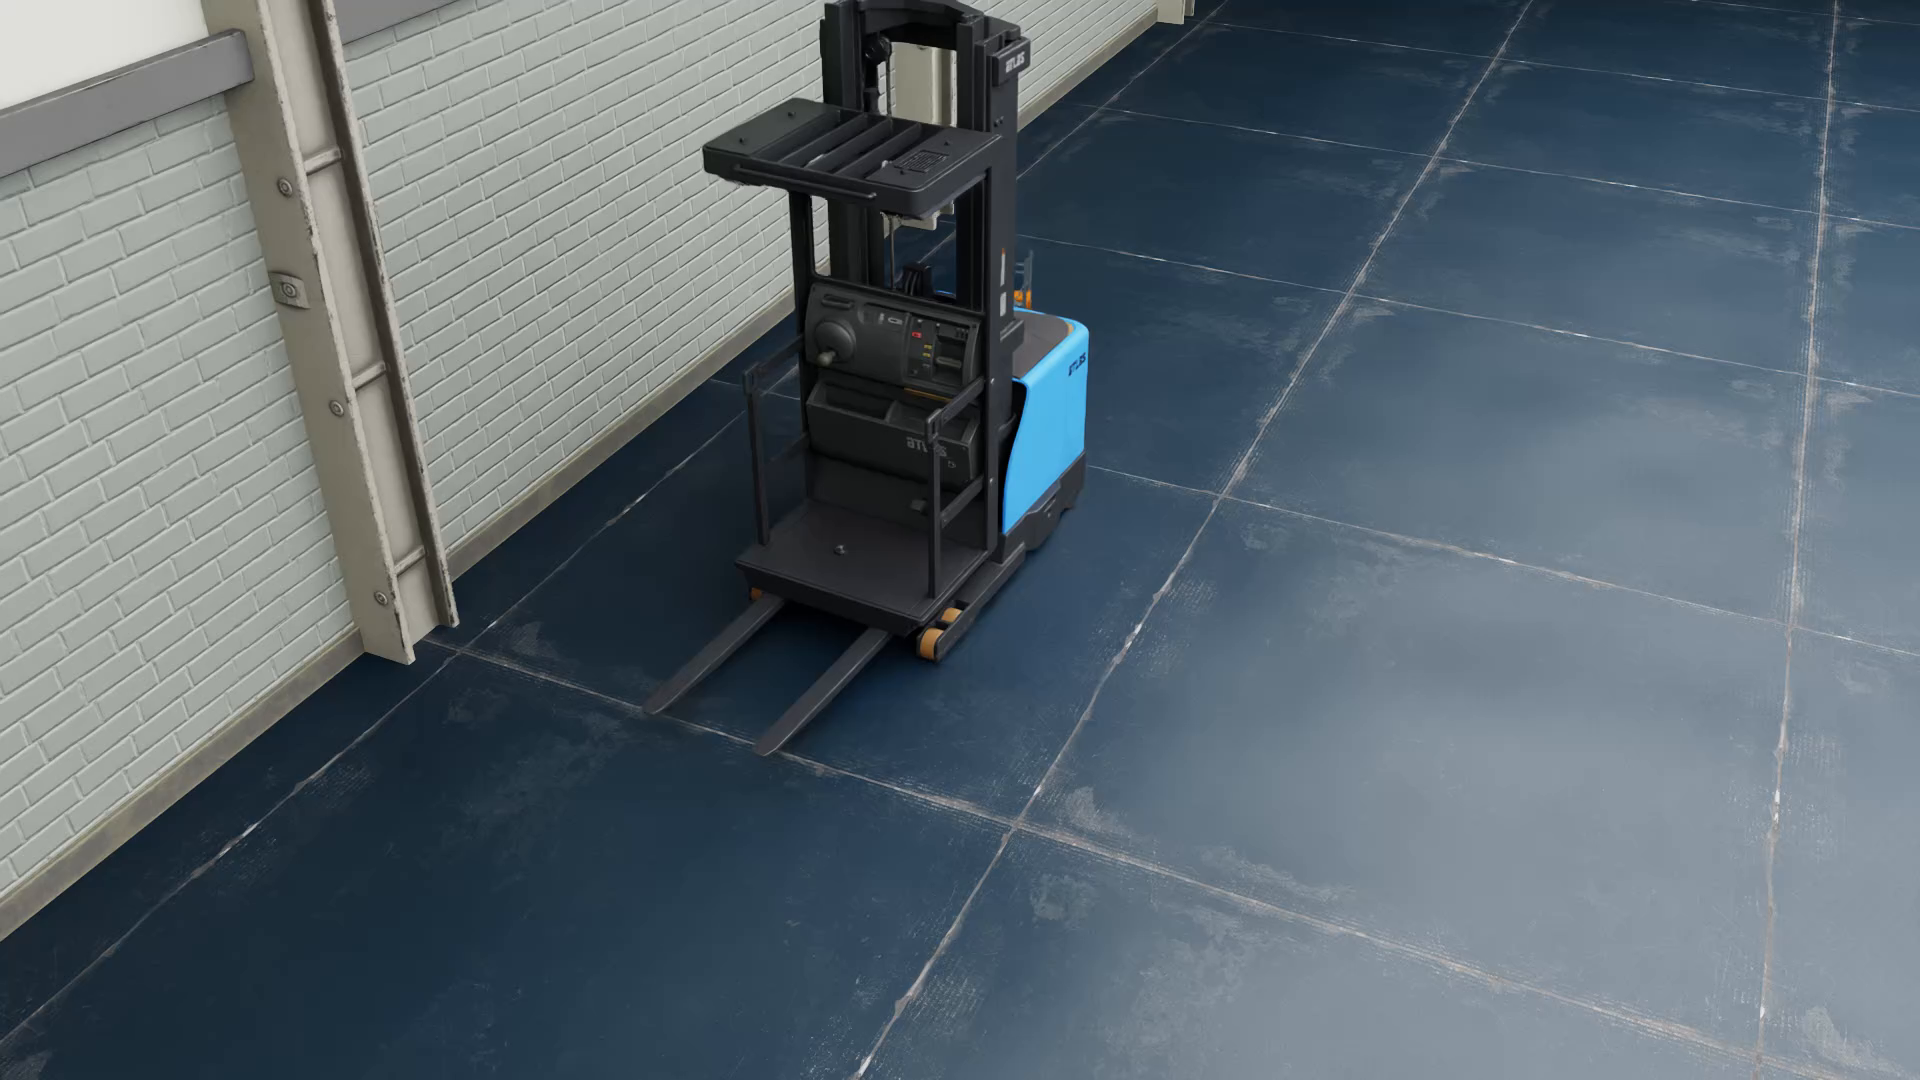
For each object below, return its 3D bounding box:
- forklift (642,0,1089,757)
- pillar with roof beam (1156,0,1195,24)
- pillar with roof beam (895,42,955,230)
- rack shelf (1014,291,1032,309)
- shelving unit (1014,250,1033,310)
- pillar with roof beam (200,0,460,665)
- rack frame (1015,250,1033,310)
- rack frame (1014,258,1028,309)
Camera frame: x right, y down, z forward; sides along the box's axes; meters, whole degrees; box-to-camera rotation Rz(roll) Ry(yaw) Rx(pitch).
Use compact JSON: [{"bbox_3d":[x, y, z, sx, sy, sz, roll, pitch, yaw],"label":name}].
[{"bbox_3d":[-0.432,-0.910,7.833,1.130,2.935,3.031,16,37,23],"label":"forklift"},{"bbox_3d":[6.161,-8.270,13.524,9.100,9.000,0.400,14,36,20],"label":"pillar with roof beam"},{"bbox_3d":[3.651,-5.282,8.967,9.100,9.000,0.400,14,36,20],"label":"pillar with roof beam"},{"bbox_3d":[0.272,-1.365,9.526,0.258,0.103,0.180,5,23,8],"label":"rack shelf"},{"bbox_3d":[0.262,-1.075,9.650,0.258,1.200,0.189,5,23,8],"label":"shelving unit"},{"bbox_3d":[1.140,-2.293,4.409,9.100,9.000,0.400,14,36,20],"label":"pillar with roof beam"},{"bbox_3d":[0.277,-1.111,9.733,0.240,1.200,0.006,5,23,8],"label":"rack frame"},{"bbox_3d":[0.246,-1.040,9.567,0.240,1.200,0.006,5,23,8],"label":"rack frame"}]
